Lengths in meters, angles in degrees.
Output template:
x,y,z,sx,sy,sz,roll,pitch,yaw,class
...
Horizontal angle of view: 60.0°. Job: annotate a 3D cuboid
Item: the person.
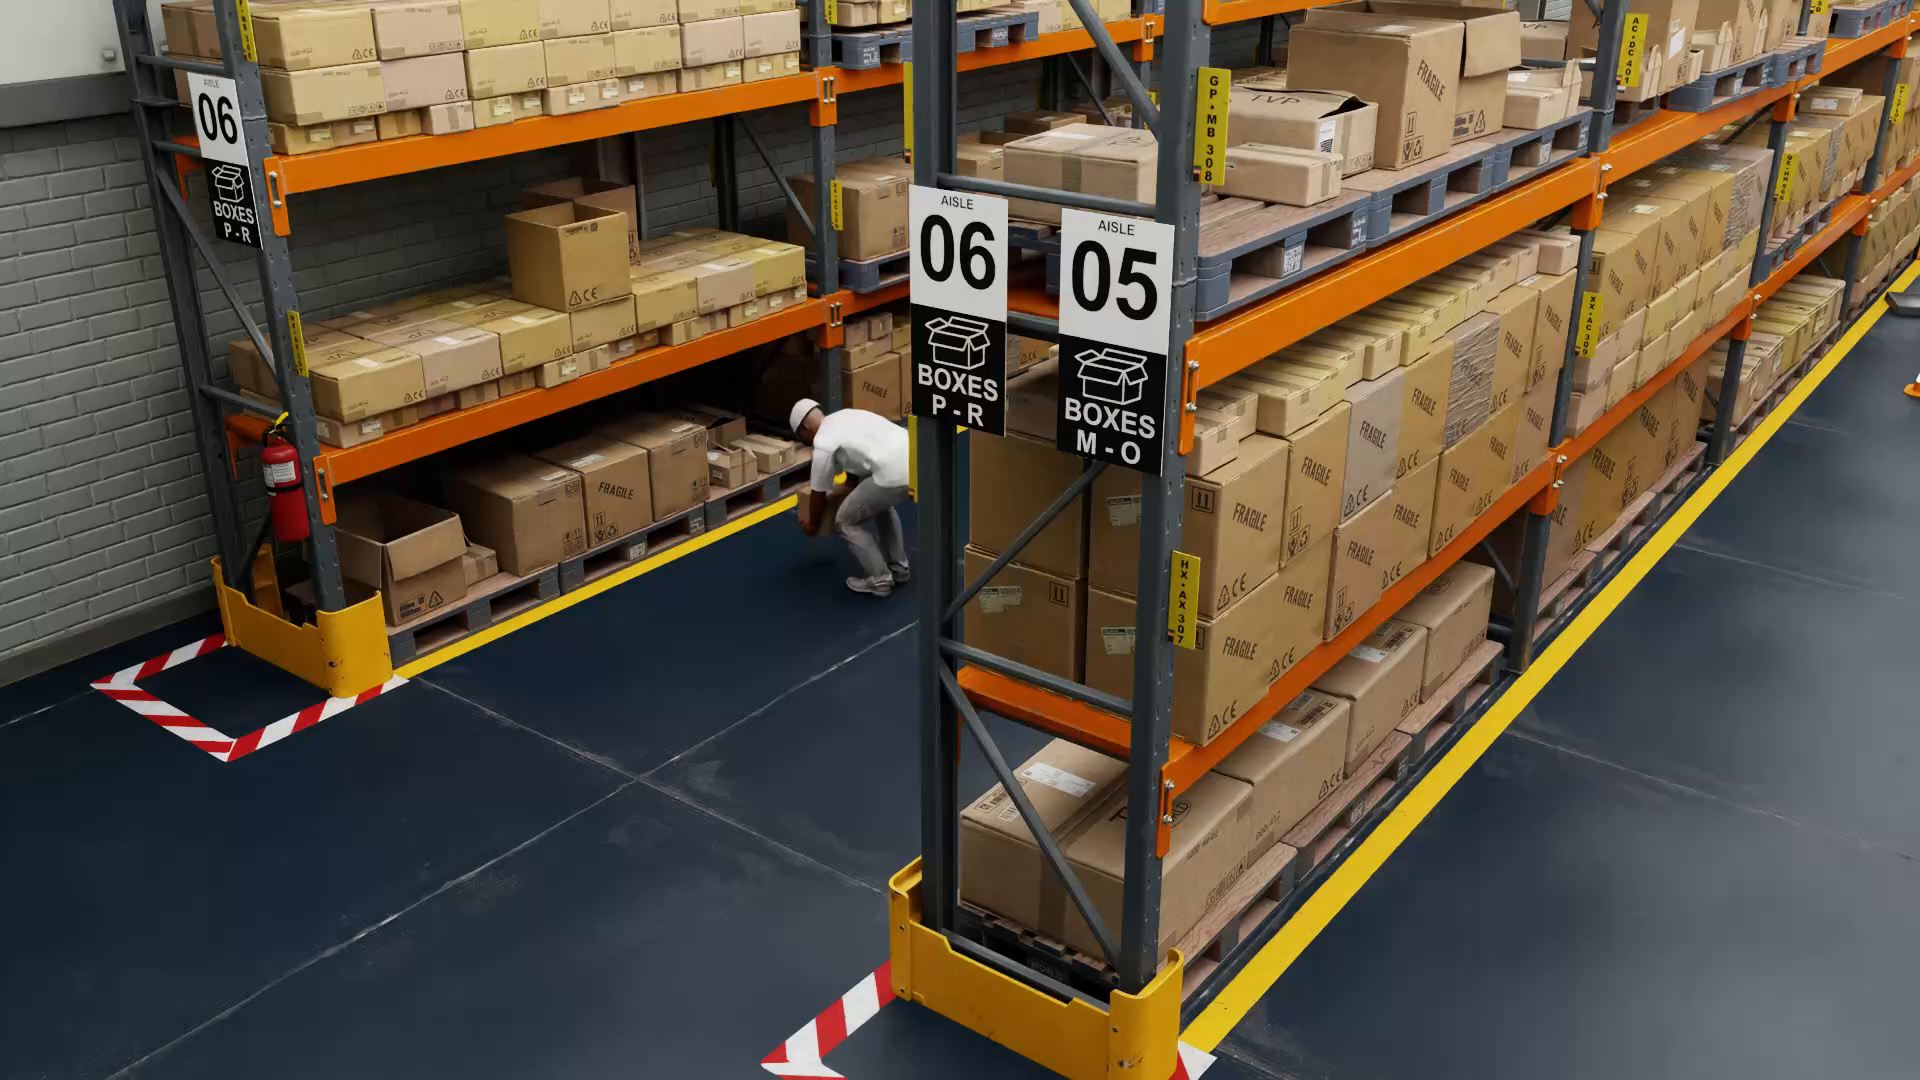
x,y,z,sx,sy,sz,roll,pitch,yaw,class
-0.617,-0.264,10.034,0.965,1.087,0.509,15,28,31,person
